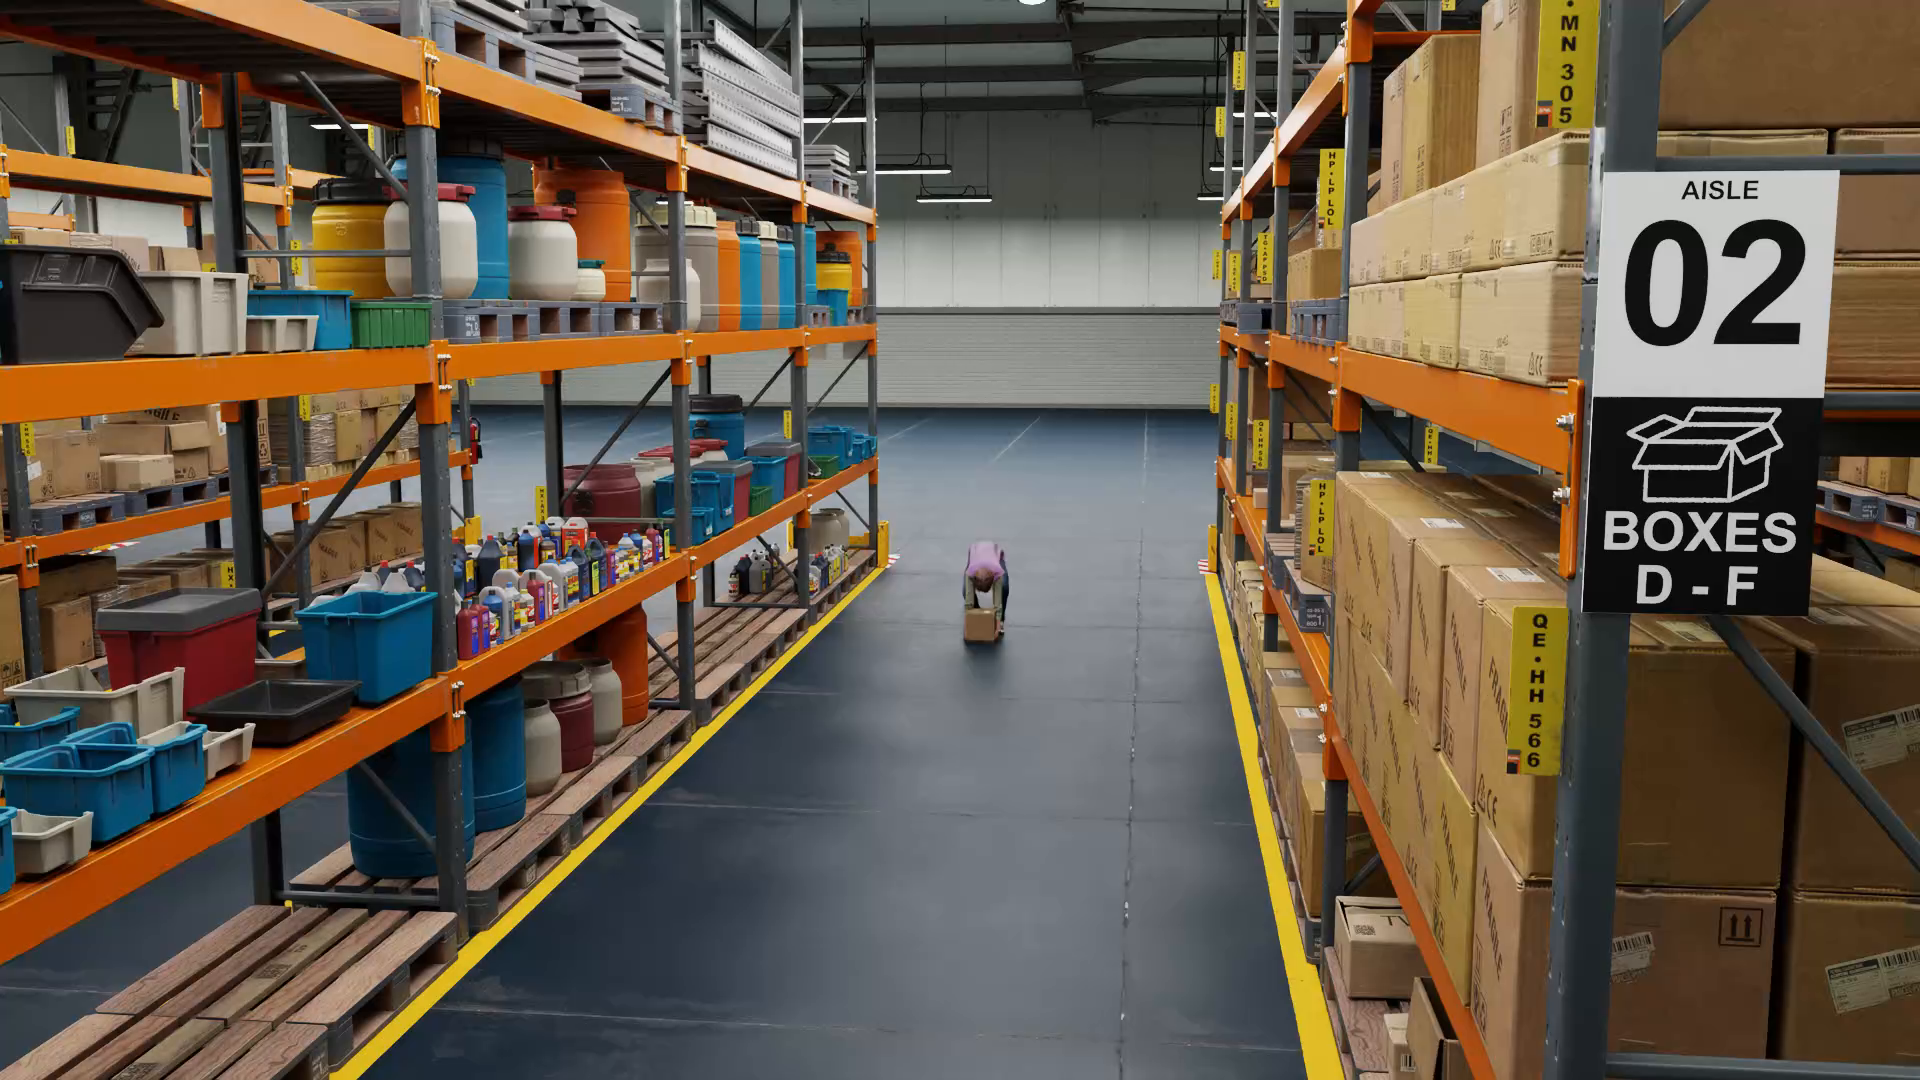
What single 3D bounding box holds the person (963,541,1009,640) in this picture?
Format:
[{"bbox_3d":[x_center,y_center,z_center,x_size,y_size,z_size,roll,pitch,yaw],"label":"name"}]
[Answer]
[{"bbox_3d":[0.235,0.457,15.274,0.429,0.844,0.855,0,8,4],"label":"person"}]
